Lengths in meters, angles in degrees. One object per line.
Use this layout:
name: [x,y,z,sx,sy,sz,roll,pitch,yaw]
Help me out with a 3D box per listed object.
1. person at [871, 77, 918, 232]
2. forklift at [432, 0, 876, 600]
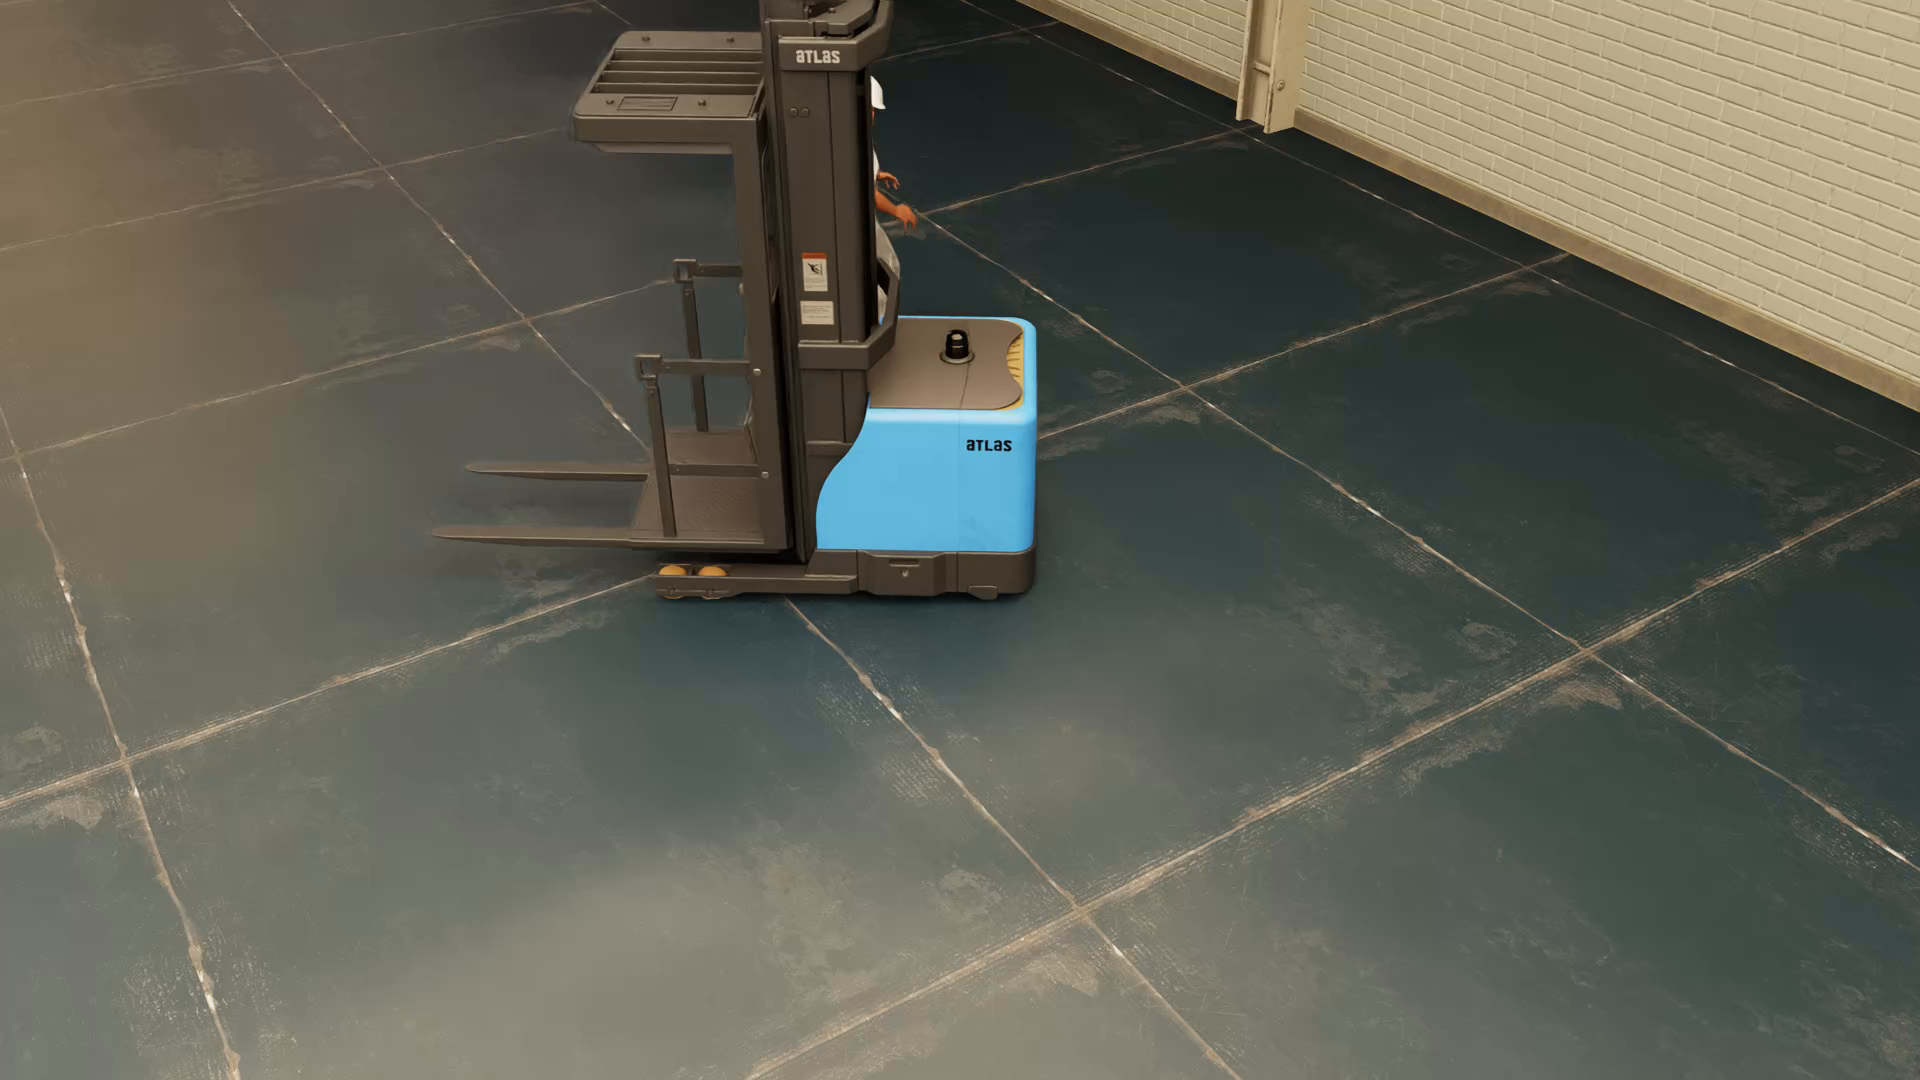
person: [-0.540,-1.971,10.063,0.679,1.708,0.823,-17,39,-23]
forklift: [-1.129,-1.207,7.865,3.031,2.935,1.121,1,35,2]
